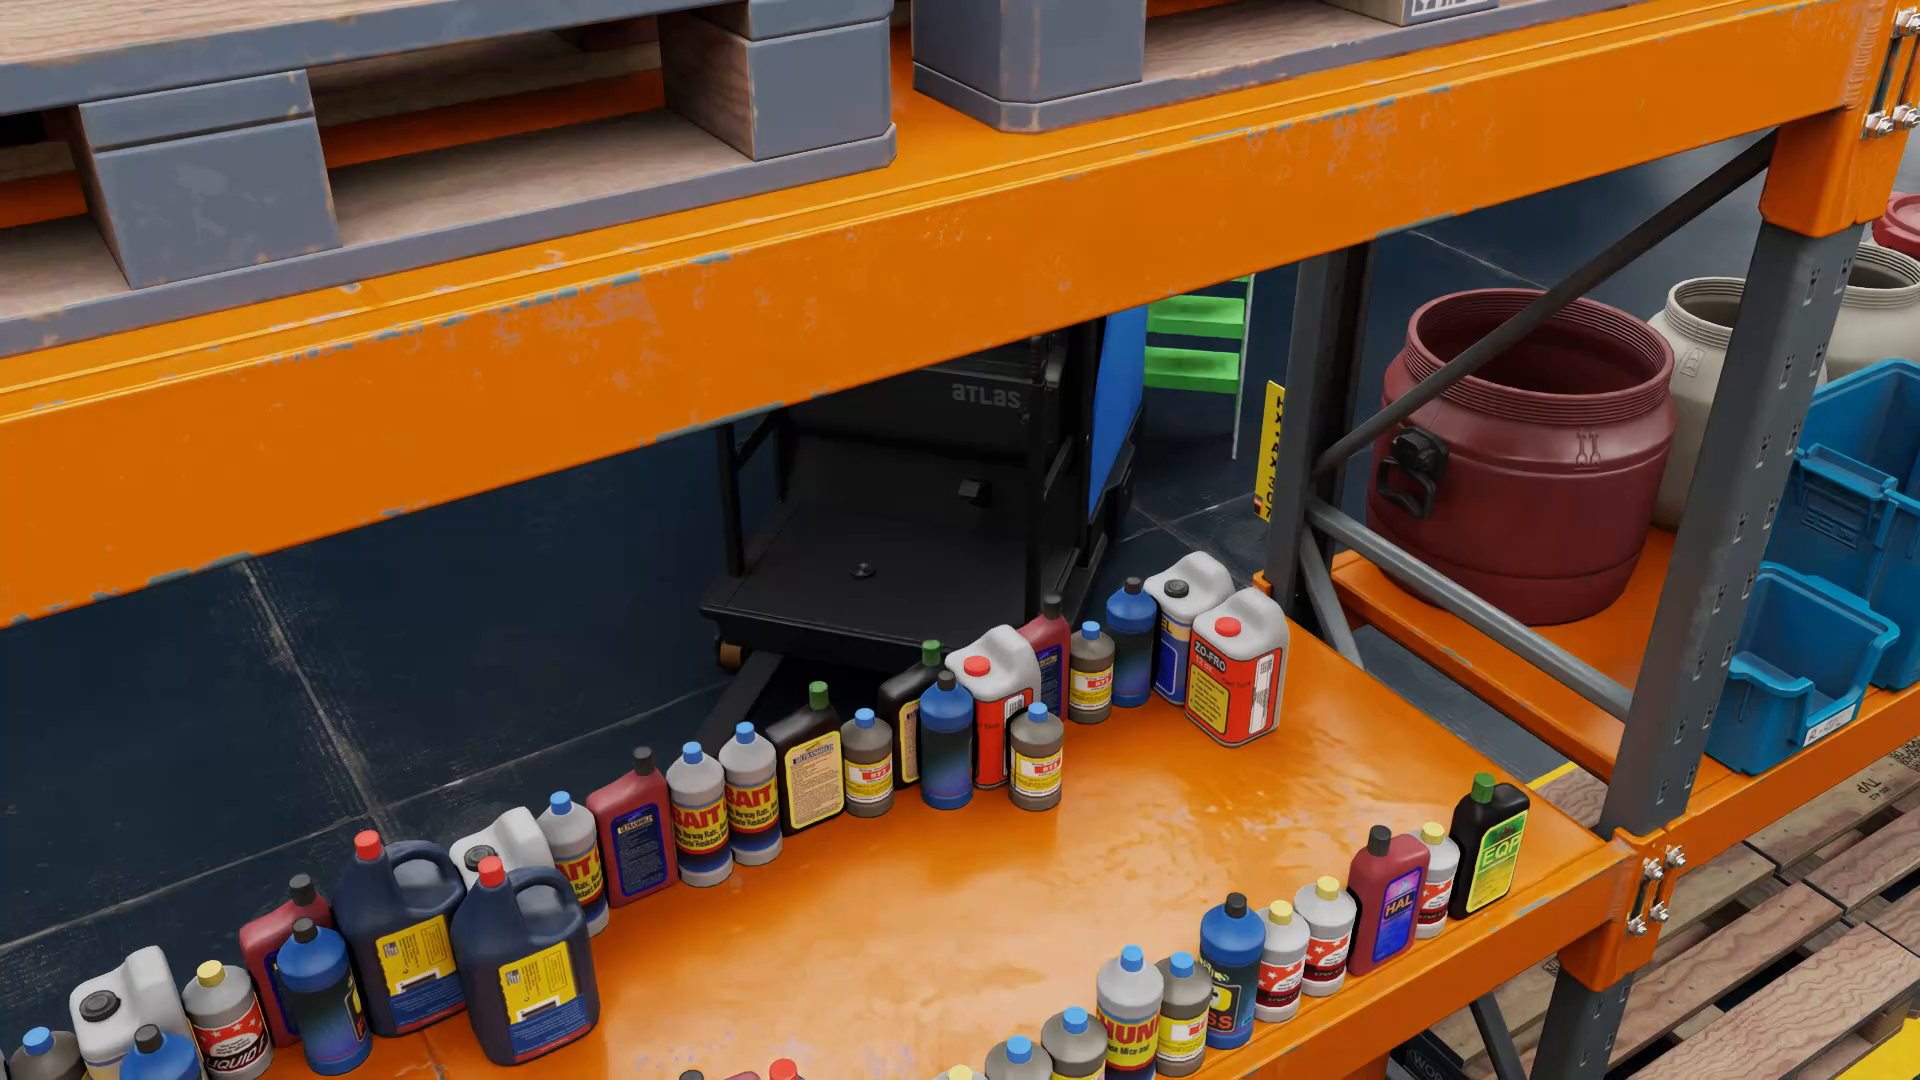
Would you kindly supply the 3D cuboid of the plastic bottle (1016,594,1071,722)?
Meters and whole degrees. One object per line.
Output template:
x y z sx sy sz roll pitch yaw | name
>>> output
0.143 0.240 3.167 0.133 0.283 0.061 -19 37 -27 | plastic bottle

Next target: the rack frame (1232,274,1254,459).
1.135 -0.900 6.551 0.015 1.200 0.240 5 33 8 | rack frame

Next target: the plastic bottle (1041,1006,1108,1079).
0.164 0.761 2.419 0.097 0.201 0.097 0 32 0 | plastic bottle

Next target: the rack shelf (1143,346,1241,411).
0.895 -0.665 6.749 0.480 0.148 0.258 5 33 8 | rack shelf

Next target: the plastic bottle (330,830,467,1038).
-0.858 0.582 2.562 0.185 0.351 0.144 -19 37 -27 | plastic bottle

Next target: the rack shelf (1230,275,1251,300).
0.895 -1.071 6.493 0.480 0.148 0.258 5 33 8 | rack shelf

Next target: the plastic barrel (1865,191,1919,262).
2.442 -0.562 4.203 0.433 0.535 0.433 0 32 0 | plastic barrel

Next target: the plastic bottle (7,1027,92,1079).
-1.296 0.781 2.386 0.097 0.201 0.097 0 32 0 | plastic bottle

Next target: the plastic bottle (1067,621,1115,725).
0.250 0.249 3.229 0.097 0.201 0.097 0 32 0 | plastic bottle

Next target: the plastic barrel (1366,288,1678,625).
1.209 -0.192 3.615 0.708 0.536 0.600 -19 37 -27 | plastic barrel

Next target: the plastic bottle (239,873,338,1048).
-1.014 0.638 2.536 0.133 0.283 0.061 -19 37 -27 | plastic bottle

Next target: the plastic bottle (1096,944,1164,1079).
0.246 0.703 2.445 0.097 0.271 0.097 0 32 0 | plastic bottle

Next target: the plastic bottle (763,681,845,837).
-0.276 0.384 2.939 0.133 0.283 0.061 -19 37 -27 | plastic bottle

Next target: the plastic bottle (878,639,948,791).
-0.082 0.317 3.045 0.133 0.283 0.061 -19 37 -27 | plastic bottle

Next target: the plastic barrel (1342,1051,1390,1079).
0.581 1.025 3.454 0.708 0.830 0.600 -19 37 -27 | plastic barrel

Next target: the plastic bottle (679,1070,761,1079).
-0.320 0.813 2.260 0.133 0.283 0.061 -19 37 -27 | plastic bottle

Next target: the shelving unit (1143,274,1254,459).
0.895 -0.922 6.587 0.503 1.200 0.258 5 33 8 | shelving unit

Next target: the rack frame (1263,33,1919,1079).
0.983 0.136 3.223 0.127 3.000 1.000 -19 37 -27 | rack frame

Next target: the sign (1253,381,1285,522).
0.679 -0.178 3.567 0.005 0.325 0.100 -19 37 -27 | sign

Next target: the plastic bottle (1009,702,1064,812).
0.139 0.384 3.015 0.097 0.201 0.097 0 32 0 | plastic bottle

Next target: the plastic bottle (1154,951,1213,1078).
0.328 0.704 2.508 0.097 0.201 0.097 0 32 0 | plastic bottle

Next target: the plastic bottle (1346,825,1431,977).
0.680 0.560 2.660 0.133 0.283 0.061 -19 37 -27 | plastic bottle

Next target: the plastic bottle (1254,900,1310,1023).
0.492 0.648 2.597 0.097 0.201 0.097 0 32 0 | plastic bottle

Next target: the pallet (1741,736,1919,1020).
2.680 0.758 4.850 1.213 0.211 1.003 -19 37 -27 | pallet

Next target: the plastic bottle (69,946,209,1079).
-1.184 0.728 2.400 0.135 0.276 0.152 -19 37 -27 | plastic bottle

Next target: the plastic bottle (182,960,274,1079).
-1.101 0.714 2.492 0.097 0.201 0.097 0 32 0 | plastic bottle

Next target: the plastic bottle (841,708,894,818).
-0.169 0.394 3.001 0.097 0.201 0.097 0 32 0 | plastic bottle

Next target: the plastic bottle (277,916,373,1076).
-0.956 0.673 2.492 0.097 0.271 0.097 0 32 0 | plastic bottle

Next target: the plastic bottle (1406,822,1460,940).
0.767 0.553 2.747 0.097 0.201 0.097 0 32 0 | plastic bottle

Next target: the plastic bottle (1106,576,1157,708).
0.332 0.192 3.255 0.097 0.271 0.097 0 32 0 | plastic bottle

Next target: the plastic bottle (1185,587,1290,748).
0.527 0.237 3.179 0.135 0.276 0.152 -19 37 -27 | plastic bottle

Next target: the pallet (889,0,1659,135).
0.287 -0.876 2.192 1.213 0.211 1.003 -19 37 -27 | pallet

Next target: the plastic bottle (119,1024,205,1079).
-1.101 0.781 2.321 0.097 0.271 0.097 0 32 0 | plastic bottle

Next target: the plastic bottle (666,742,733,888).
-0.445 0.459 2.832 0.097 0.271 0.097 0 32 0 | plastic bottle

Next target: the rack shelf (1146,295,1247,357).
0.895 -0.868 6.621 0.480 0.148 0.258 5 33 8 | rack shelf

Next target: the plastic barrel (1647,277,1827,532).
1.732 -0.304 3.816 0.421 0.512 0.421 0 32 0 | plastic barrel

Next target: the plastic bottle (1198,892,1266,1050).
0.410 0.647 2.534 0.097 0.271 0.097 0 32 0 | plastic bottle

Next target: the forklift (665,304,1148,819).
-0.176 -0.886 4.907 1.130 2.935 3.031 9 33 14 | forklift

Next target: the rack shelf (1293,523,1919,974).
2.664 -0.138 4.331 4.000 0.370 1.077 -19 37 -27 | rack shelf

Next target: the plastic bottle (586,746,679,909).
-0.552 0.479 2.789 0.133 0.283 0.061 -19 37 -27 | plastic bottle

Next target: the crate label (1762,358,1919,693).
1.965 -0.045 3.477 0.616 0.435 0.502 -19 37 -27 | crate label

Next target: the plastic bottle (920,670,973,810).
-0.024 0.353 3.000 0.097 0.271 0.097 0 32 0 | plastic bottle

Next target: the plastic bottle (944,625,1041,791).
0.055 0.302 3.076 0.135 0.276 0.152 -19 37 -27 | plastic bottle

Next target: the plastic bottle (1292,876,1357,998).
0.573 0.620 2.642 0.097 0.201 0.097 0 32 0 | plastic bottle

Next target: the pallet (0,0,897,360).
-0.821 -0.496 1.591 1.213 0.211 1.003 -19 37 -27 | pallet

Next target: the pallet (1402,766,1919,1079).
1.655 1.109 4.294 1.213 0.211 1.003 -19 37 -27 | pallet

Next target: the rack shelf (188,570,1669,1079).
-0.698 1.018 2.498 4.000 0.370 1.077 -19 37 -27 | rack shelf

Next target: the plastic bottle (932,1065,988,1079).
0.001 0.817 2.329 0.097 0.201 0.097 0 32 0 | plastic bottle

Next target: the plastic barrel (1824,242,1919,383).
2.086 -0.426 4.009 0.421 0.512 0.421 0 32 0 | plastic barrel

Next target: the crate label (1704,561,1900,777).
1.540 0.253 3.194 0.416 0.233 0.303 -19 37 -27 | crate label

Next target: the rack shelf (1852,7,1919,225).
2.664 -1.407 3.531 4.000 0.370 1.077 -19 37 -27 | rack shelf

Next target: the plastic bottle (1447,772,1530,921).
0.874 0.494 2.766 0.133 0.283 0.061 -19 37 -27 | plastic bottle

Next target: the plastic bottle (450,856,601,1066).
-0.662 0.612 2.515 0.185 0.351 0.144 -19 37 -27 | plastic bottle

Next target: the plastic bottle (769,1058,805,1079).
-0.243 0.823 2.180 0.185 0.351 0.144 -19 37 -27 | plastic bottle

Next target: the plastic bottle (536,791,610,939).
-0.639 0.526 2.726 0.097 0.271 0.097 0 32 0 | plastic bottle

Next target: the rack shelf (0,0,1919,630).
-0.698 -0.250 1.698 4.000 0.370 1.077 -19 37 -27 | rack shelf

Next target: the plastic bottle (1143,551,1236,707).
0.444 0.169 3.288 0.135 0.276 0.152 -19 37 -27 | plastic bottle

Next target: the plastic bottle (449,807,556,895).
-0.721 0.569 2.652 0.135 0.276 0.152 -19 37 -27 | plastic bottle

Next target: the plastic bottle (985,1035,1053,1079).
0.083 0.789 2.374 0.097 0.201 0.097 0 32 0 | plastic bottle

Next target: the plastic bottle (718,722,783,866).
-0.363 0.431 2.876 0.097 0.271 0.097 0 32 0 | plastic bottle
